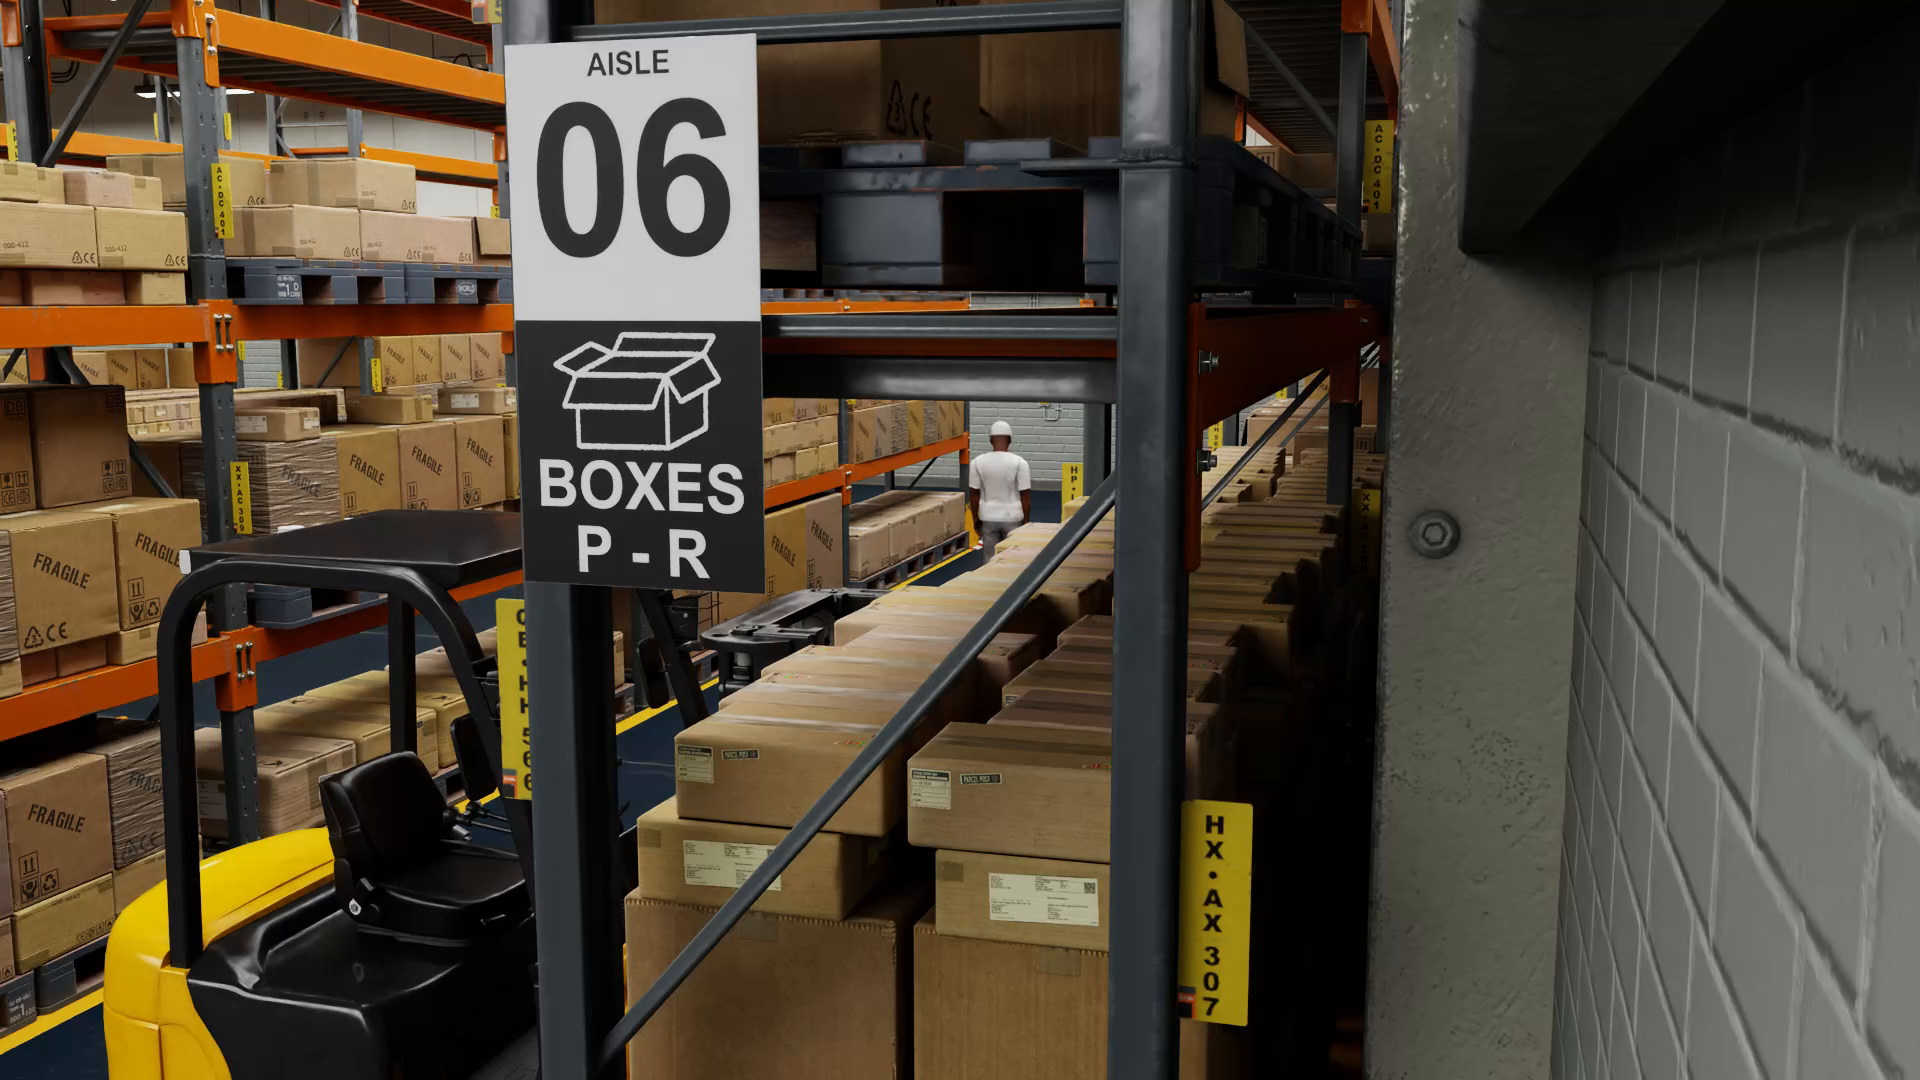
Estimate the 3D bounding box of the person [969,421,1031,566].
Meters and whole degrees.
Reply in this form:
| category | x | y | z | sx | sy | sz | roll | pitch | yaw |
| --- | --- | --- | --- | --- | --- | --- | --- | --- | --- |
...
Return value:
| category | x | y | z | sx | sy | sz | roll | pitch | yaw |
| --- | --- | --- | --- | --- | --- | --- | --- | --- | --- |
| person | 0.363 | -0.173 | 14.757 | 0.566 | 1.762 | 0.363 | 3 | 9 | 17 |
